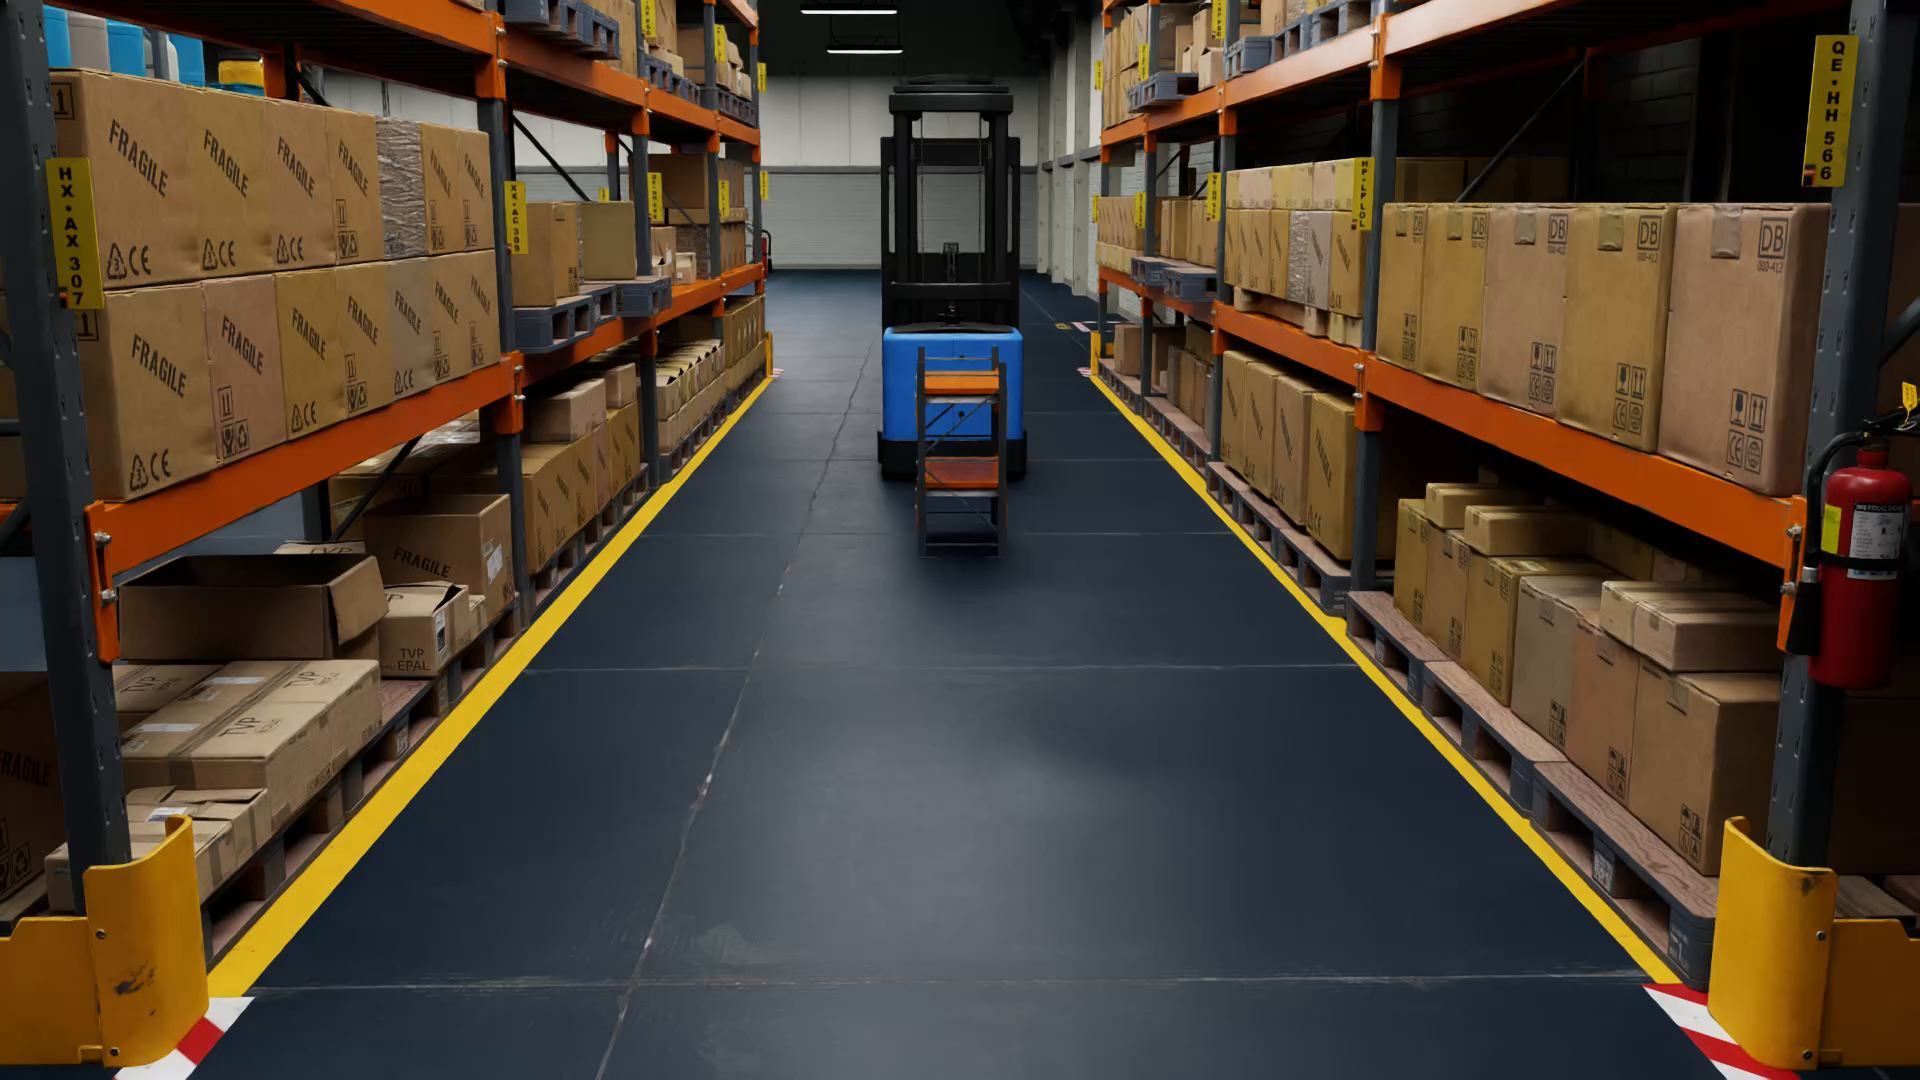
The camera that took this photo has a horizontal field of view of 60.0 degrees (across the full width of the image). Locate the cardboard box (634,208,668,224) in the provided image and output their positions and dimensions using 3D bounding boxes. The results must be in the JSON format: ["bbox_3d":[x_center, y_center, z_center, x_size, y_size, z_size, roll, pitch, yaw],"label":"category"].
[{"bbox_3d":[-2.949,-3.048,15.656,0.380,0.149,0.250,0,11,-1],"label":"cardboard box"}]

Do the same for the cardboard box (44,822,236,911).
[{"bbox_3d":[-2.146,0.854,4.367,0.380,0.149,0.250,0,11,-1],"label":"cardboard box"}]

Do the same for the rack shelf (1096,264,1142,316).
[{"bbox_3d":[2.182,-2.694,17.603,1.077,0.370,4.000,0,11,-1],"label":"rack shelf"}]

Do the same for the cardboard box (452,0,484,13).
[{"bbox_3d":[-2.288,-2.339,6.875,0.500,0.250,0.500,0,11,-1],"label":"cardboard box"}]

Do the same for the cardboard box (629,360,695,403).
[{"bbox_3d":[-2.391,-1.277,13.258,0.500,0.311,0.500,-1,11,-3],"label":"cardboard box"}]

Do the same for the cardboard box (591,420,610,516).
[{"bbox_3d":[-2.365,-0.431,9.821,0.500,0.500,0.500,-1,11,-3],"label":"cardboard box"}]

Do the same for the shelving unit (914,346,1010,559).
[{"bbox_3d":[0.000,-0.550,9.941,0.538,1.125,1.048,0,11,-1],"label":"shelving unit"}]

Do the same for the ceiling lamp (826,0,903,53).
[{"bbox_3d":[-2.480,-14.284,43.155,2.000,3.185,0.800,0,11,-1],"label":"ceiling lamp"}]

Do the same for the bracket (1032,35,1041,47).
[{"bbox_3d":[2.107,-13.380,44.325,0.076,0.066,4.783,0,11,-1],"label":"bracket"}]

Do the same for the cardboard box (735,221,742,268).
[{"bbox_3d":[-2.799,-3.275,18.405,0.700,0.500,0.500,0,11,0],"label":"cardboard box"}]

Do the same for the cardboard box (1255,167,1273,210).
[{"bbox_3d":[2.084,-2.128,10.070,0.500,0.250,0.500,0,11,-1],"label":"cardboard box"}]

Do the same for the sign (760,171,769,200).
[{"bbox_3d":[-2.269,-4.106,19.246,0.100,0.325,0.005,0,11,-1],"label":"sign"}]

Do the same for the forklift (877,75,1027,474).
[{"bbox_3d":[-0.081,-2.159,13.327,1.130,2.935,3.031,0,11,-1],"label":"forklift"}]

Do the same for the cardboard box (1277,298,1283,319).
[{"bbox_3d":[2.136,-1.419,10.088,0.380,0.149,0.250,0,11,0],"label":"cardboard box"}]

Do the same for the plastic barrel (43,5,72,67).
[{"bbox_3d":[-7.427,-3.964,13.248,0.600,0.901,0.708,0,11,-1],"label":"plastic barrel"}]

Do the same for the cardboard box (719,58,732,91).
[{"bbox_3d":[-2.487,-4.537,16.151,0.500,0.311,0.500,-1,12,-4],"label":"cardboard box"}]

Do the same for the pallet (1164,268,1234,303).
[{"bbox_3d":[2.185,-1.901,12.368,1.213,0.211,1.003,0,11,-1],"label":"pallet"}]

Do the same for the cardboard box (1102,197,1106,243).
[{"bbox_3d":[1.850,-3.554,18.472,0.500,0.500,0.500,0,11,-1],"label":"cardboard box"}]

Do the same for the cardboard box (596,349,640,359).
[{"bbox_3d":[-2.953,-1.475,14.236,0.500,0.311,0.500,-1,11,-3],"label":"cardboard box"}]

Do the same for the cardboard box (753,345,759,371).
[{"bbox_3d":[-2.471,-1.977,18.120,0.500,0.250,0.500,0,11,-1],"label":"cardboard box"}]

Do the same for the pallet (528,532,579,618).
[{"bbox_3d":[-2.619,0.167,8.703,1.003,0.211,1.213,0,11,-1],"label":"pallet"}]

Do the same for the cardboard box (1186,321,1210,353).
[{"bbox_3d":[2.268,-1.773,14.550,0.500,0.250,0.500,0,11,-2],"label":"cardboard box"}]

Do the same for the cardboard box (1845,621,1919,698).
[{"bbox_3d":[2.559,0.323,4.522,0.380,0.149,0.250,0,11,-1],"label":"cardboard box"}]

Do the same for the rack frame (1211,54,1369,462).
[{"bbox_3d":[2.306,-1.854,11.653,1.000,3.000,0.127,0,11,-1],"label":"rack frame"}]

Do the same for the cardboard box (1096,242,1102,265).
[{"bbox_3d":[1.833,-3.282,19.020,0.500,0.250,0.500,-1,11,-3],"label":"cardboard box"}]

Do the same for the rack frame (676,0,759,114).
[{"bbox_3d":[-2.812,-6.363,18.791,1.000,3.000,0.127,0,11,-1],"label":"rack frame"}]

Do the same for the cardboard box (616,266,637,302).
[{"bbox_3d":[-2.611,-1.862,11.915,0.500,0.311,0.500,0,11,2],"label":"cardboard box"}]

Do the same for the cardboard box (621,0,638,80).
[{"bbox_3d":[-2.604,-3.265,10.814,0.910,0.500,0.500,0,11,-1],"label":"cardboard box"}]

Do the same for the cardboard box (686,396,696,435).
[{"bbox_3d":[-2.392,-1.000,13.301,0.500,0.250,0.500,-1,11,-3],"label":"cardboard box"}]

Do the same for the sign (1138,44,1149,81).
[{"bbox_3d":[1.681,-4.369,15.204,0.100,0.325,0.005,0,11,-1],"label":"sign"}]

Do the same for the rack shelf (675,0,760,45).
[{"bbox_3d":[-2.771,-5.417,16.943,1.077,0.370,4.000,0,11,-1],"label":"rack shelf"}]

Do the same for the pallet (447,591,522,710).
[{"bbox_3d":[-2.551,0.466,7.234,1.003,0.211,1.213,0,11,-1],"label":"pallet"}]

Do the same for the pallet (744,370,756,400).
[{"bbox_3d":[-2.732,-1.663,17.724,1.003,0.211,1.213,0,11,-1],"label":"pallet"}]

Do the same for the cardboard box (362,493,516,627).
[{"bbox_3d":[-2.269,0.084,7.282,0.500,0.500,0.500,0,11,-1],"label":"cardboard box"}]

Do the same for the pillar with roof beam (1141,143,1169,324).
[{"bbox_3d":[-1.408,-7.424,24.018,9.100,9.000,0.400,0,11,-1],"label":"pillar with roof beam"}]

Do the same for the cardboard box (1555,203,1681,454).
[{"bbox_3d":[2.424,-0.657,4.997,0.980,0.700,0.700,0,11,-2],"label":"cardboard box"}]

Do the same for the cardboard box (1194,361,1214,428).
[{"bbox_3d":[2.306,-1.189,13.555,0.700,0.500,0.500,0,11,-1],"label":"cardboard box"}]

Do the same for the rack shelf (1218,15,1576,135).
[{"bbox_3d":[2.347,-2.574,9.467,1.077,0.370,4.000,0,11,-1],"label":"rack shelf"}]

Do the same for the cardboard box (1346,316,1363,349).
[{"bbox_3d":[2.099,-1.011,8.082,0.380,0.149,0.250,0,11,-1],"label":"cardboard box"}]

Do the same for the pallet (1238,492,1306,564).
[{"bbox_3d":[2.269,-0.088,9.964,1.003,0.211,1.213,0,11,-1],"label":"pallet"}]

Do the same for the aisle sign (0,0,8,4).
[{"bbox_3d":[-2.186,-1.504,3.391,0.394,0.787,0.004,0,11,-1],"label":"aisle sign"}]

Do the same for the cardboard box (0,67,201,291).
[{"bbox_3d":[-2.227,-0.871,4.041,0.500,0.500,0.500,0,11,1],"label":"cardboard box"}]

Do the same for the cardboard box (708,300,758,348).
[{"bbox_3d":[-2.468,-2.345,18.046,0.500,0.500,0.500,0,11,-1],"label":"cardboard box"}]

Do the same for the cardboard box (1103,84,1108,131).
[{"bbox_3d":[1.898,-4.906,18.849,0.500,0.500,0.500,0,11,0],"label":"cardboard box"}]

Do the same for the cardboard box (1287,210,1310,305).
[{"bbox_3d":[2.105,-1.555,9.131,0.500,0.500,0.500,0,11,-1],"label":"cardboard box"}]

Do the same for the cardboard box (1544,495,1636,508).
[{"bbox_3d":[2.516,-0.081,6.513,0.380,0.149,0.250,-1,11,-3],"label":"cardboard box"}]

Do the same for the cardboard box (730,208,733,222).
[{"bbox_3d":[-2.579,-3.406,17.423,0.380,0.149,0.250,0,11,-2],"label":"cardboard box"}]

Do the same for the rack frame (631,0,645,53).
[{"bbox_3d":[-2.647,-4.773,10.952,1.000,3.000,0.127,0,11,-1],"label":"rack frame"}]

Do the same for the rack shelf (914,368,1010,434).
[{"bbox_3d":[0.000,-0.837,9.882,0.538,0.278,1.000,0,11,-1],"label":"rack shelf"}]

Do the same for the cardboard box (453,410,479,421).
[{"bbox_3d":[-2.901,-0.528,10.298,0.500,0.500,0.500,0,11,-2],"label":"cardboard box"}]

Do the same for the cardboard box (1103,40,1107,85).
[{"bbox_3d":[1.906,-5.385,18.700,0.500,0.500,0.500,-1,12,-5],"label":"cardboard box"}]

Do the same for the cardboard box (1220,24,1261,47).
[{"bbox_3d":[2.372,-3.642,12.614,0.797,0.503,0.637,1,12,7],"label":"cardboard box"}]

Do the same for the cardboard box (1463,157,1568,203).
[{"bbox_3d":[2.640,-1.723,8.074,0.500,0.250,0.500,0,11,1],"label":"cardboard box"}]

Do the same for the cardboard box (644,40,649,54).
[{"bbox_3d":[-2.751,-3.850,13.269,0.500,0.250,0.500,-1,12,-6],"label":"cardboard box"}]

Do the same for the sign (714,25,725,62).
[{"bbox_3d":[-2.187,-4.510,15.108,0.100,0.325,0.005,0,11,-1],"label":"sign"}]

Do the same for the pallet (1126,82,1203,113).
[{"bbox_3d":[2.129,-3.904,14.686,1.213,0.211,1.003,0,11,-1],"label":"pallet"}]

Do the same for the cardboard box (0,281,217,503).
[{"bbox_3d":[-2.227,-0.381,4.141,0.500,0.500,0.500,0,11,0],"label":"cardboard box"}]
